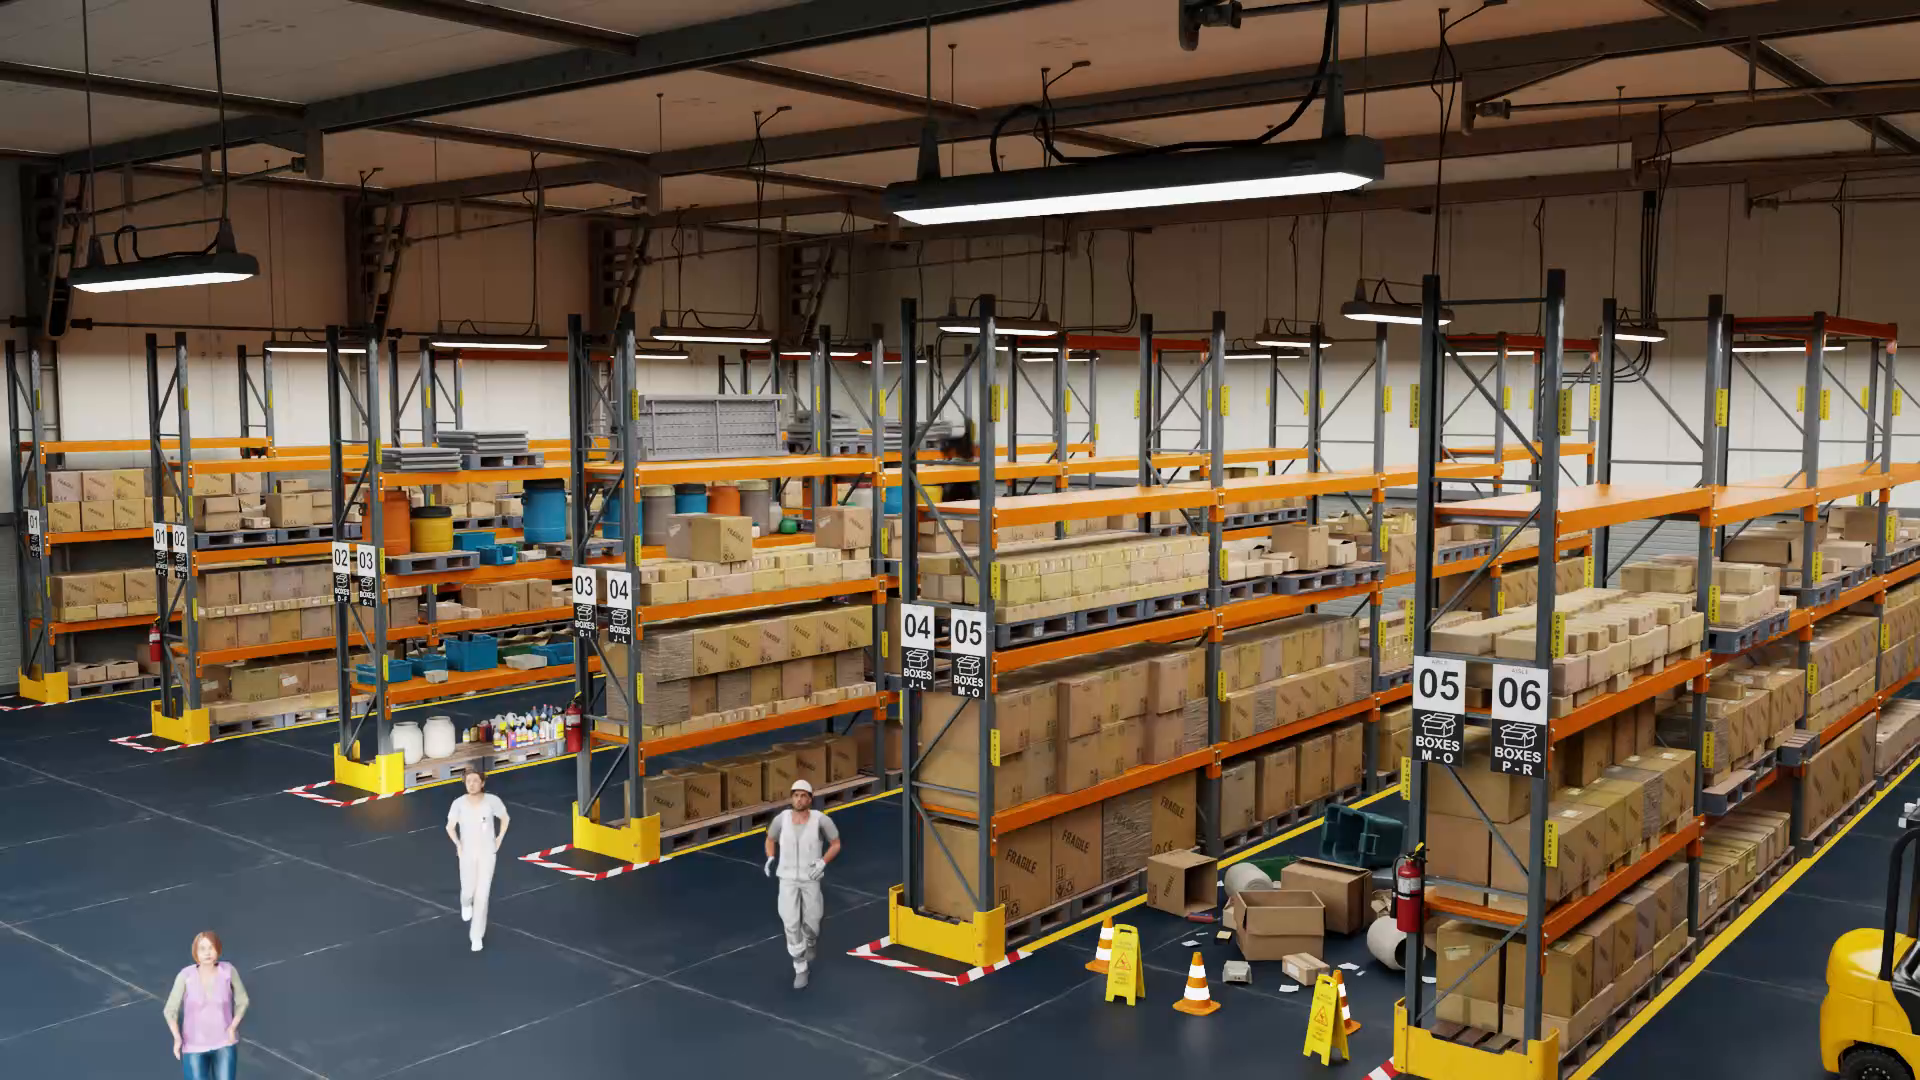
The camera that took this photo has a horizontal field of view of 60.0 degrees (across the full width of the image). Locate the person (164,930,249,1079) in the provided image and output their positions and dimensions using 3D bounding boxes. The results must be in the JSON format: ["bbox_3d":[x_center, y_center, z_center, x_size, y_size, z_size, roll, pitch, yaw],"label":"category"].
[{"bbox_3d":[-5.048,3.390,11.179,0.527,1.542,0.560,-3,6,-29],"label":"person"}]

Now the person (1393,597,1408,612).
[{"bbox_3d":[7.304,1.839,27.300,0.707,1.840,0.797,5,7,44],"label":"person"}]

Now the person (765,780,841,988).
[{"bbox_3d":[-1.389,2.993,14.670,0.679,1.778,0.685,0,5,-1],"label":"person"}]

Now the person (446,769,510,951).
[{"bbox_3d":[-4.528,2.952,15.658,0.573,1.656,0.757,-1,5,-12],"label":"person"}]
